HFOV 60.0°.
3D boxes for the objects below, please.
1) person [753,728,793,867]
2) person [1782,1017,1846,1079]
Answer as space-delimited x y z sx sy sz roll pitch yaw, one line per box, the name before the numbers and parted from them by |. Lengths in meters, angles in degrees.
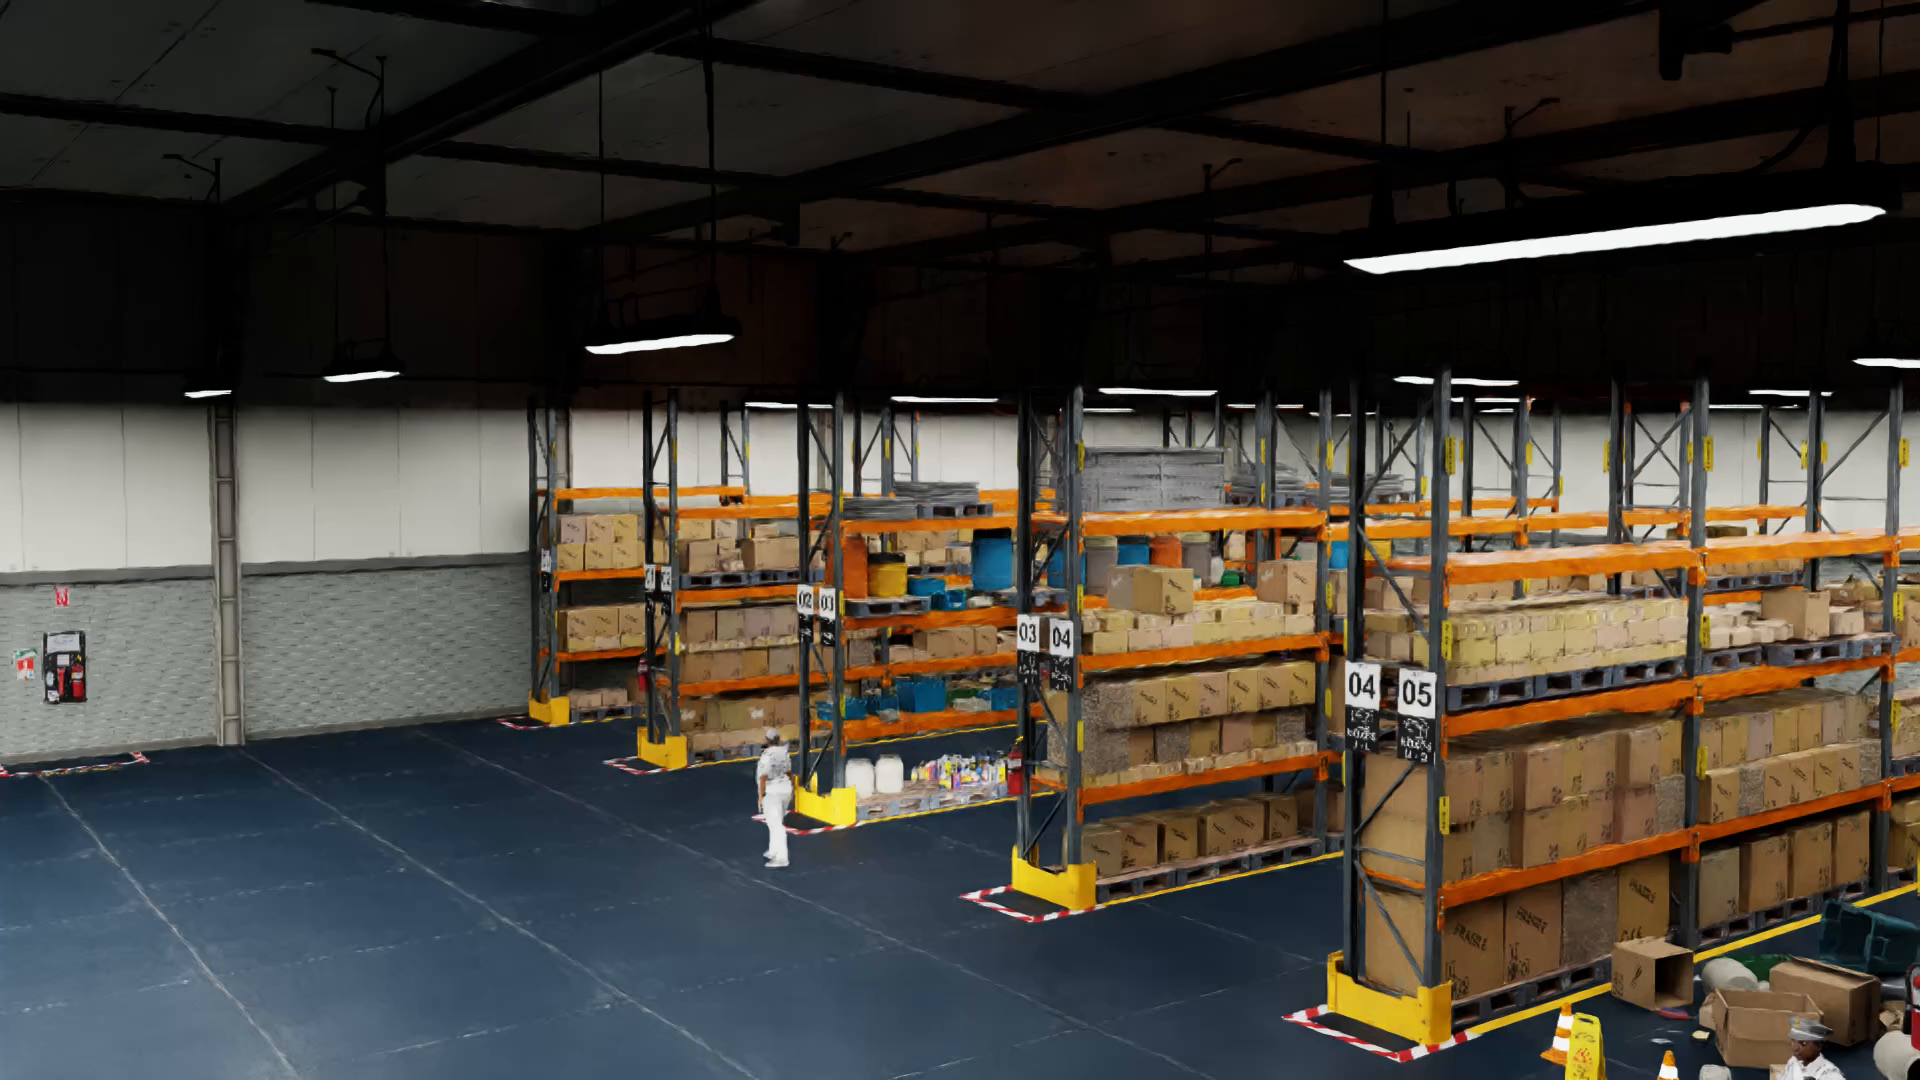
person | -2.285 3.131 20.397 0.608 1.650 0.614 2 4 32
person | 5.310 3.730 10.253 0.909 1.632 0.474 -1 4 -19
